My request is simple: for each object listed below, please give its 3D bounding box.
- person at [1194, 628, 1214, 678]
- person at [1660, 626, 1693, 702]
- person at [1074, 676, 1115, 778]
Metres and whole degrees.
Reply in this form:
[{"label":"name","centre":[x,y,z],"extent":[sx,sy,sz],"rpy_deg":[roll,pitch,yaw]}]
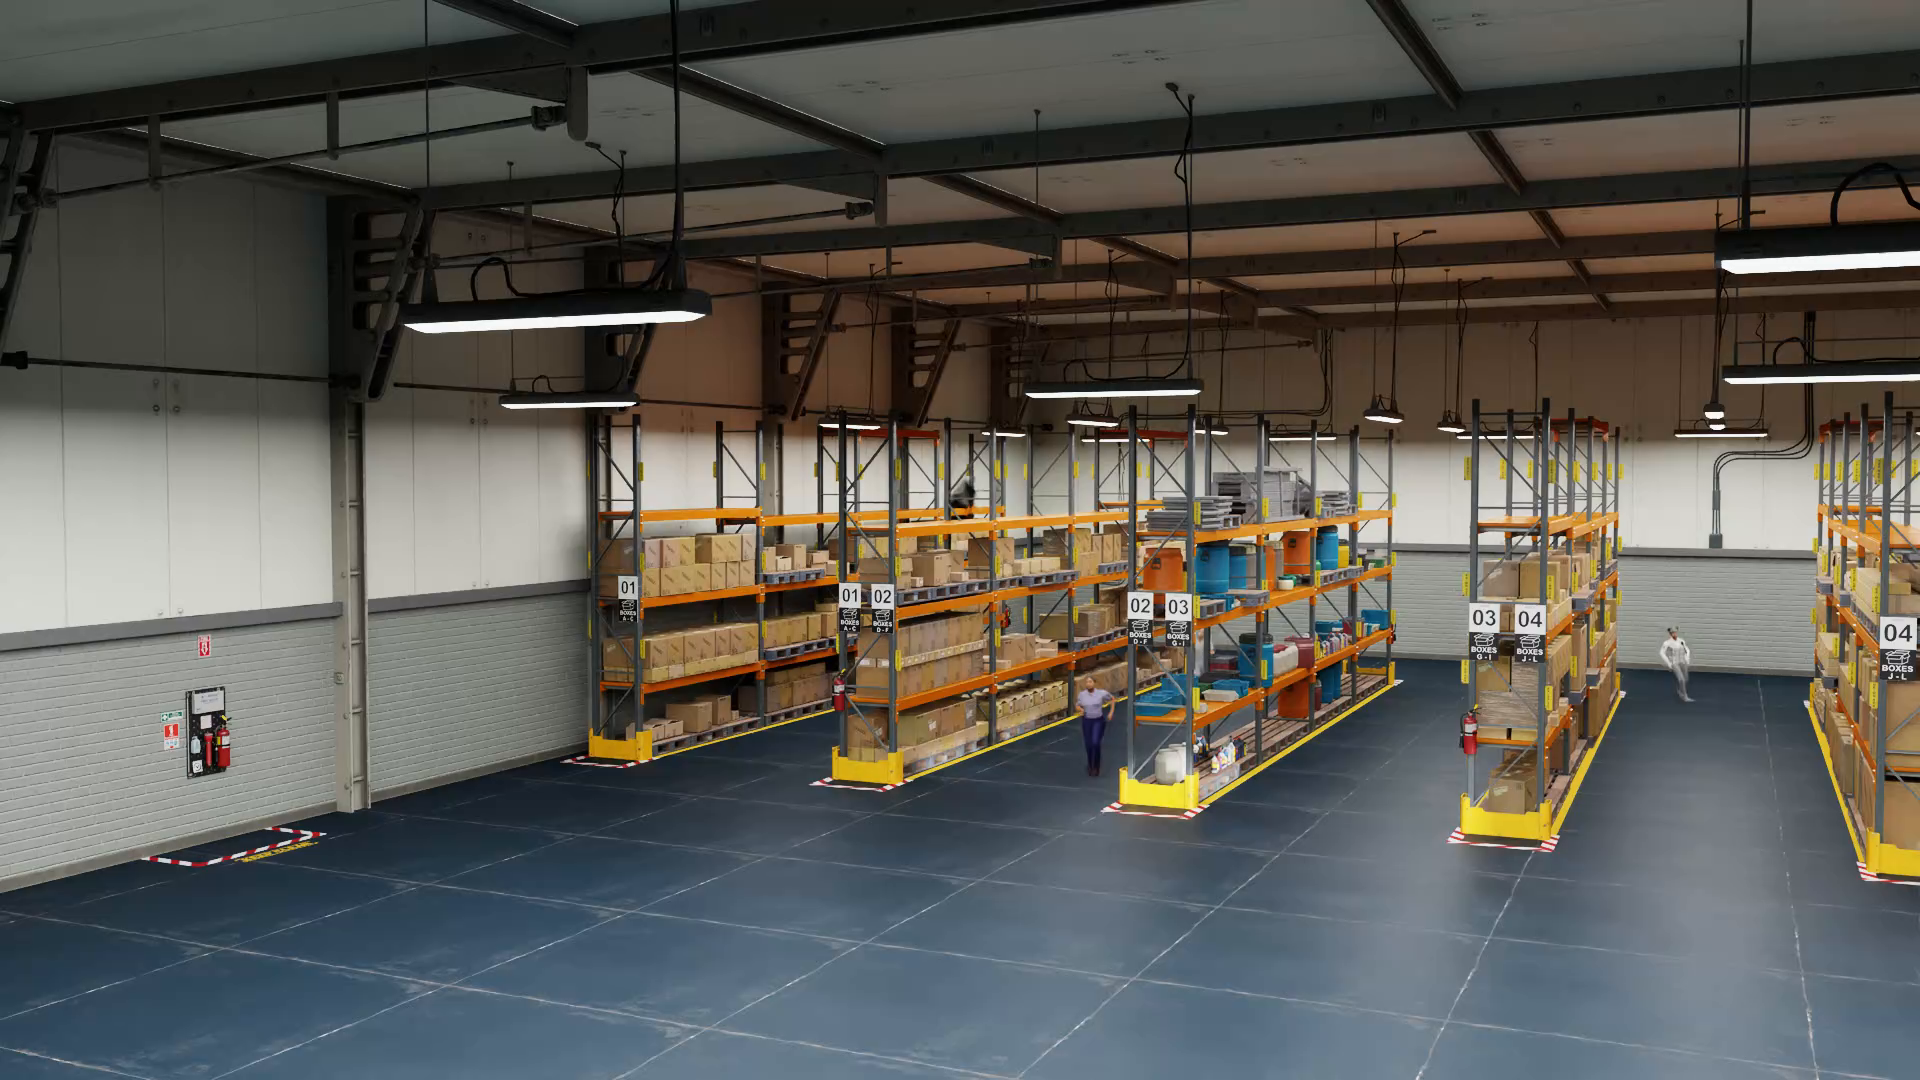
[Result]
[{"label":"person","centre":[5.223,2.701,36.044],"extent":[0.573,1.632,0.779],"rpy_deg":[1,2,17]},{"label":"person","centre":[15.594,2.688,36.248],"extent":[0.668,1.635,0.645],"rpy_deg":[0,2,-2]},{"label":"person","centre":[2.208,3.059,27.385],"extent":[0.609,1.664,0.854],"rpy_deg":[1,3,21]}]
